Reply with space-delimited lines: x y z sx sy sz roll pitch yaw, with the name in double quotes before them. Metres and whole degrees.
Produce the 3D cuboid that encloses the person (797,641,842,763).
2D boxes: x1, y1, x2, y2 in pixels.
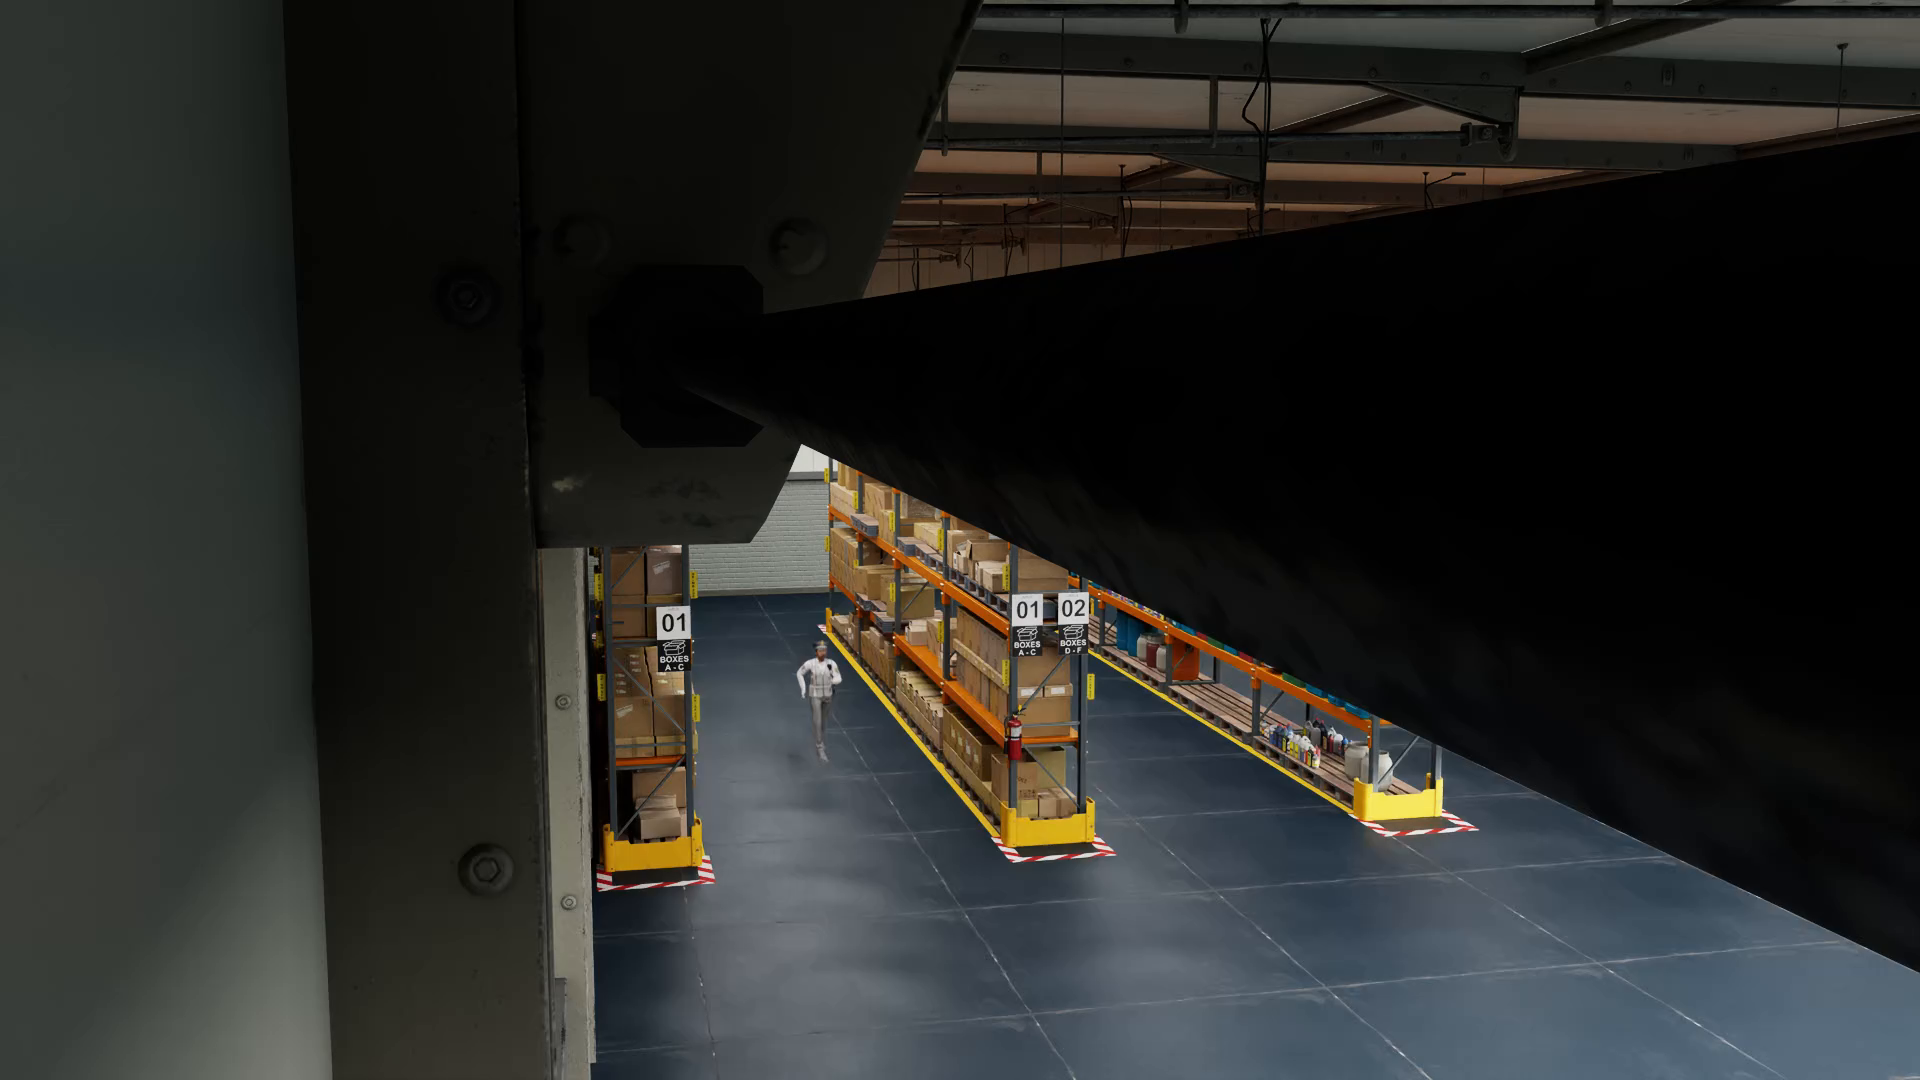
"person" -2.021 2.313 24.272 0.599 1.718 0.809 -3 7 -22
